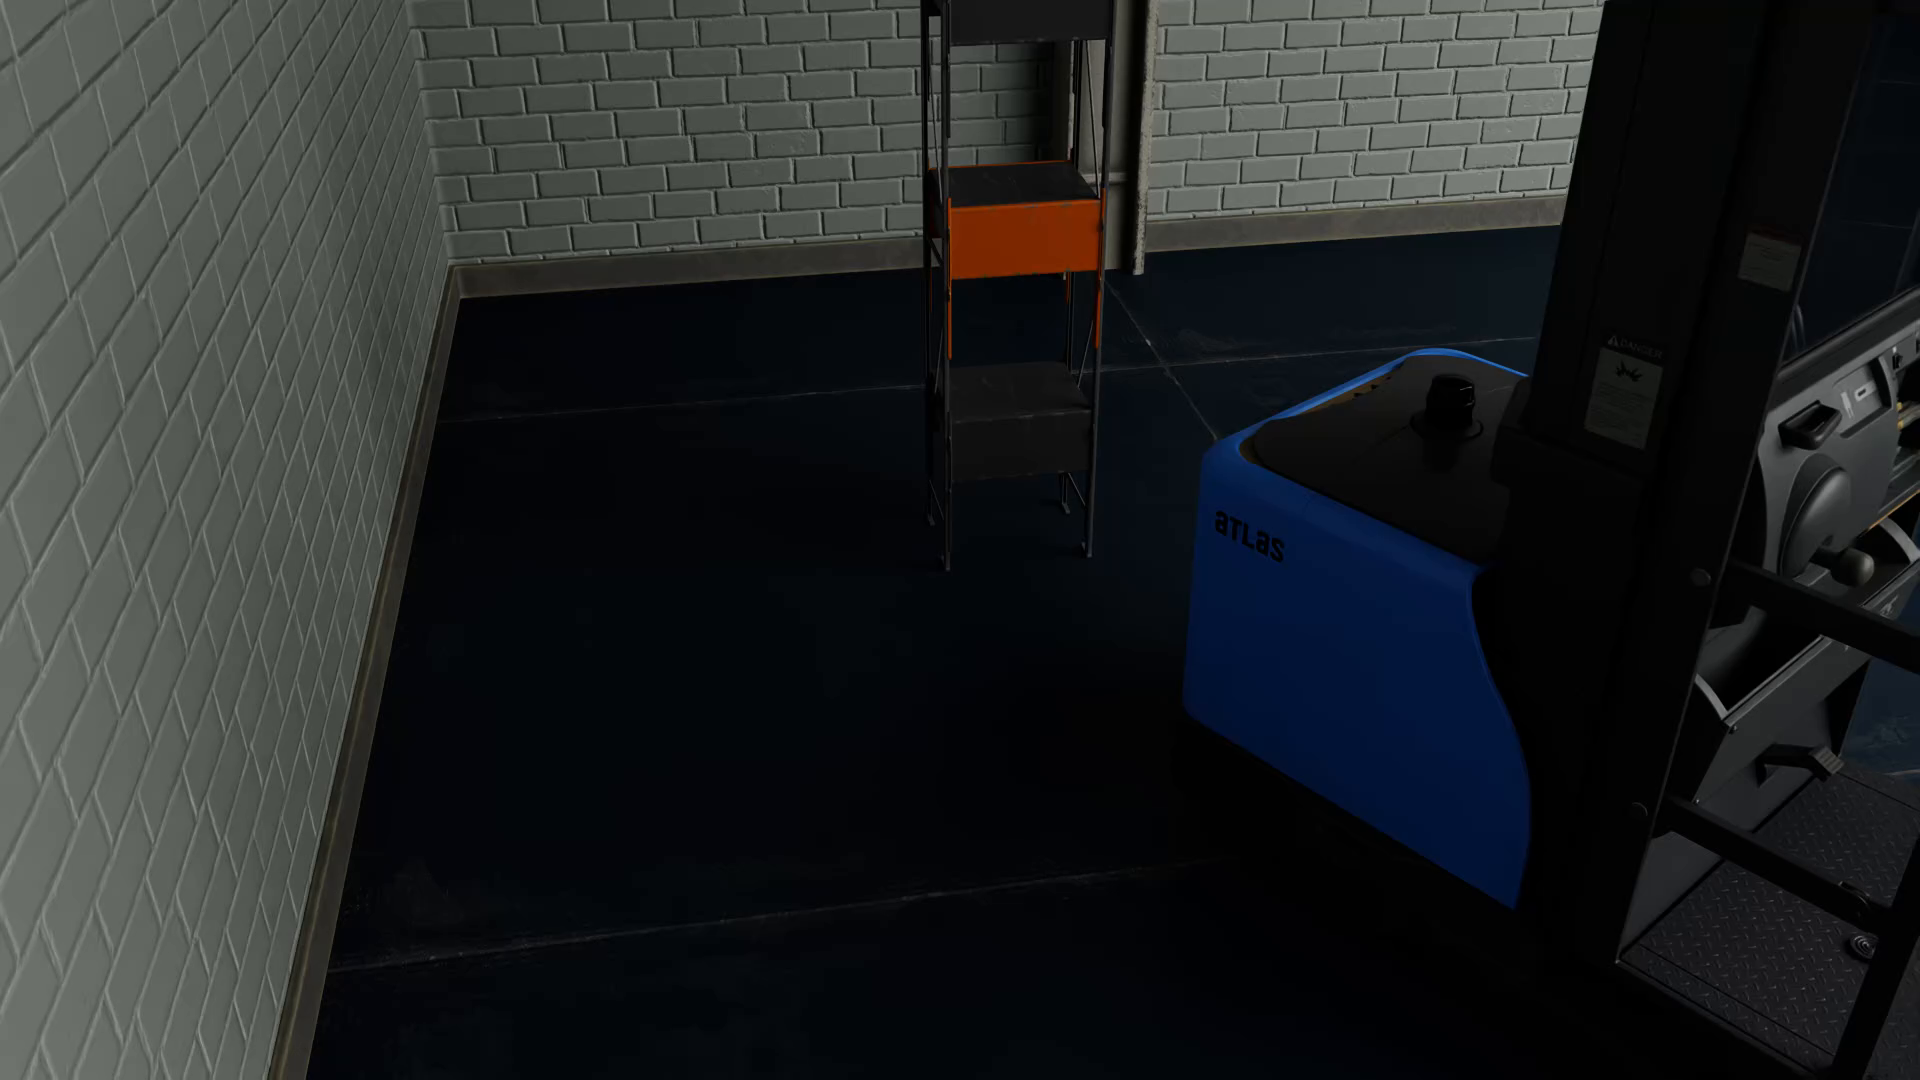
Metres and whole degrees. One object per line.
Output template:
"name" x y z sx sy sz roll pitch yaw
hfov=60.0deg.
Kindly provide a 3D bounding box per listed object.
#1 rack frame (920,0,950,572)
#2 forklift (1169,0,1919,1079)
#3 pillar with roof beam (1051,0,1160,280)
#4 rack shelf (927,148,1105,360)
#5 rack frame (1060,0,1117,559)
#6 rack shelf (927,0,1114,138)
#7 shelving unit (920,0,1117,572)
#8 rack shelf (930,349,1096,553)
"rack frame" -0.077 -0.898 5.206 0.015 2.100 0.400 -5 31 -9
"forklift" 1.922 -0.165 3.139 1.130 2.935 3.031 -24 38 -35
"pillar with roof beam" 1.425 -3.055 2.068 0.400 9.000 9.100 -5 31 -9
"rack shelf" 0.163 -0.908 5.250 0.480 0.518 0.431 -5 31 -9
"rack frame" 0.403 -0.943 5.281 0.015 2.100 0.400 -5 31 -9
"rack shelf" 0.163 -1.512 4.896 0.480 0.518 0.431 -5 31 -9
"shelving unit" 0.163 -0.920 5.243 0.503 2.100 0.431 -5 31 -9
"rack shelf" 0.163 -0.305 5.605 0.480 0.518 0.431 -5 31 -9
